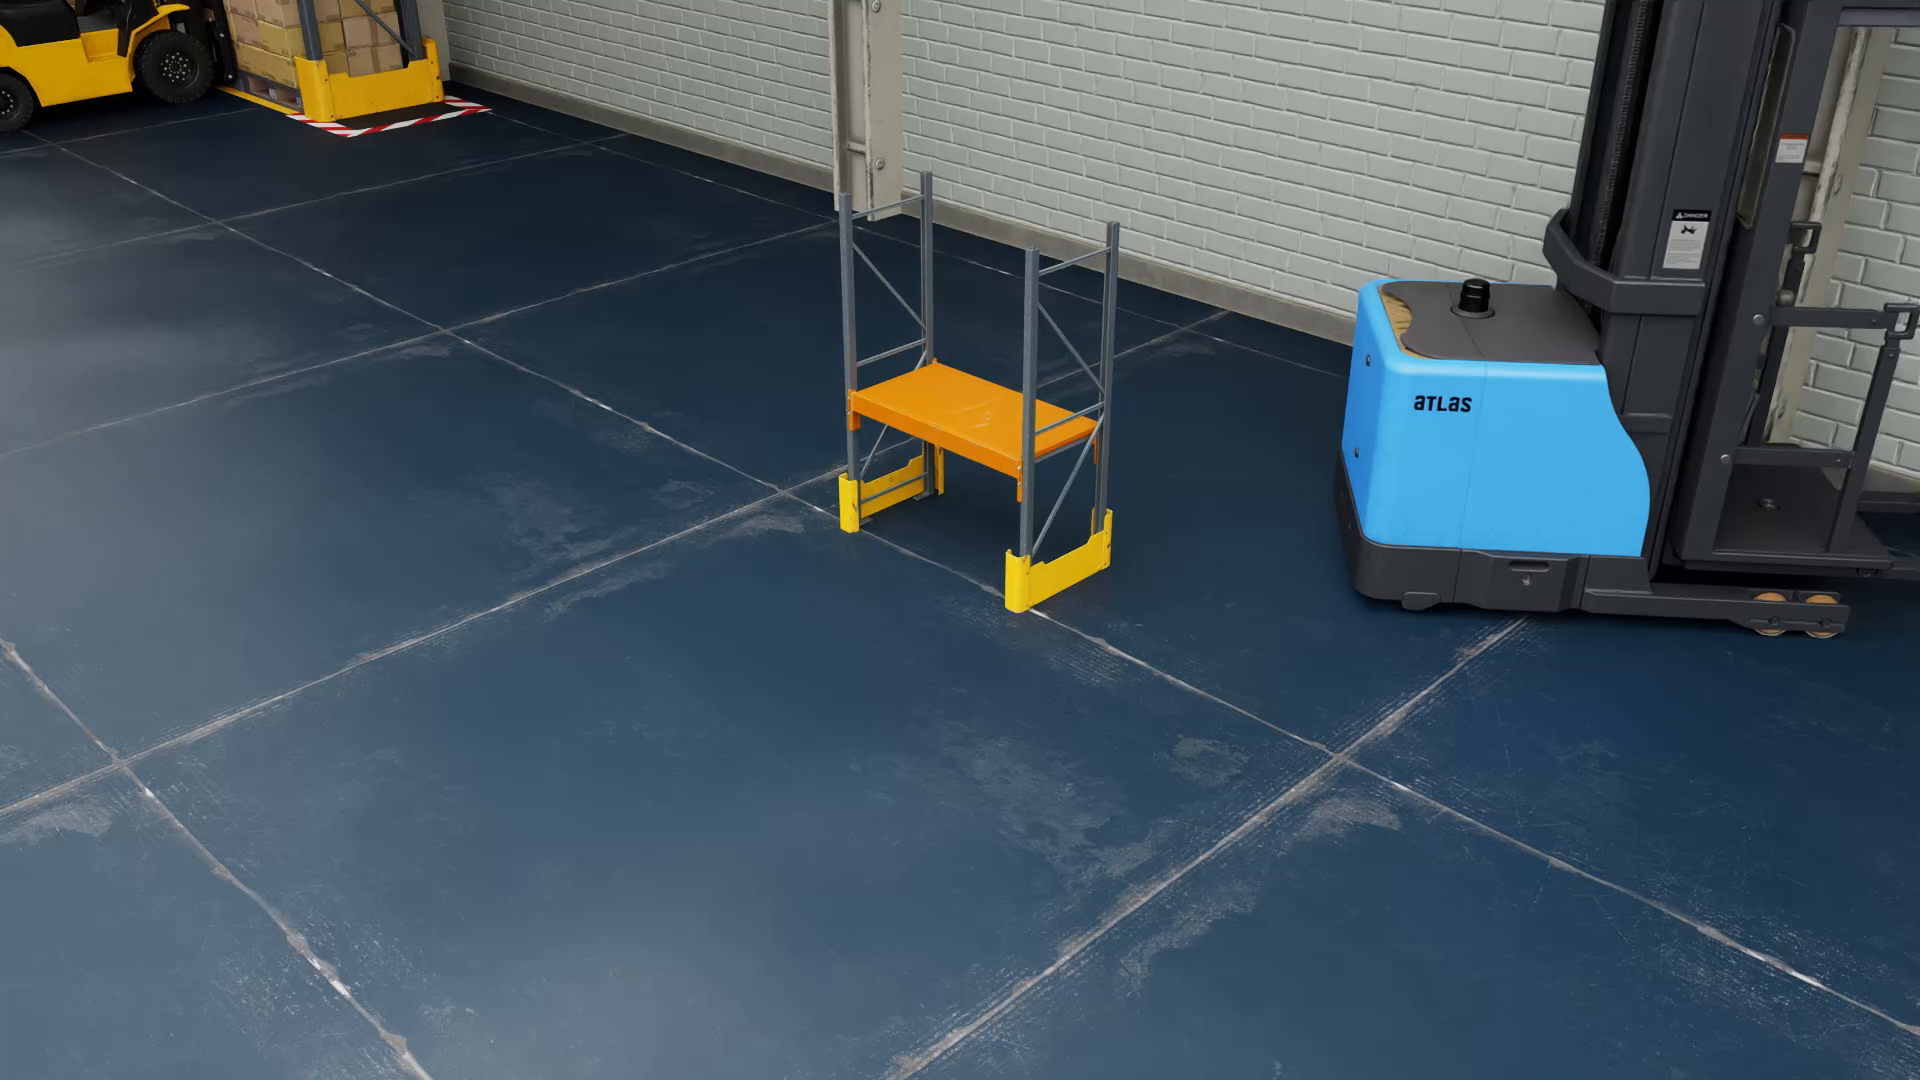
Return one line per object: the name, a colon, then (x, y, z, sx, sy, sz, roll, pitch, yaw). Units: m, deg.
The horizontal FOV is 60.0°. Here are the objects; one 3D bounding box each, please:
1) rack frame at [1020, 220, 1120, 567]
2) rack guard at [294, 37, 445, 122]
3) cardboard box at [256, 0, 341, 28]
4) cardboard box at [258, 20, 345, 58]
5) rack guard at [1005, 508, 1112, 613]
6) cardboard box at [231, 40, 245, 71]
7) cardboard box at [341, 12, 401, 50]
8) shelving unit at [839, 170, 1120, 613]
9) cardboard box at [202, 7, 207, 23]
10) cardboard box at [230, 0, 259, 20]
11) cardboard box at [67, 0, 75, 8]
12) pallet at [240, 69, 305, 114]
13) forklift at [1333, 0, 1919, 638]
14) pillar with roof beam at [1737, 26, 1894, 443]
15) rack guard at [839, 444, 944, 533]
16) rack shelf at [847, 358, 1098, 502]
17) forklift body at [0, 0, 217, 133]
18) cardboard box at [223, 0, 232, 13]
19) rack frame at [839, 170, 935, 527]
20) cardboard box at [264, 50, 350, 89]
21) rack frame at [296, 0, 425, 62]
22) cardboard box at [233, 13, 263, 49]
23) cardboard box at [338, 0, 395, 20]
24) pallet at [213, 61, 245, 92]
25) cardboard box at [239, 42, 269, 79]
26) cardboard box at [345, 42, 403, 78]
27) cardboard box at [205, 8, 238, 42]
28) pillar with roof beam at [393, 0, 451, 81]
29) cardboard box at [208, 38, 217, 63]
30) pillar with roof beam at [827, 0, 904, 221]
rack frame: (0.423, -0.470, 6.533, 0.032, 1.500, 0.500, 25, 36, 38)
rack guard: (-5.031, -3.946, 14.217, 0.348, 0.500, 1.175, 25, 36, 38)
cardboard box: (-5.595, -4.518, 14.049, 0.500, 0.250, 0.500, -24, 36, -38)
cardboard box: (-5.614, -4.305, 14.181, 0.500, 0.250, 0.500, 24, 36, 38)
rack guard: (0.409, 0.077, 6.835, 0.087, 0.250, 0.587, 25, 36, 38)
cardboard box: (-6.303, -4.409, 14.916, 0.500, 0.250, 0.500, -25, 37, -39)
cardboard box: (-5.238, -4.473, 14.499, 0.500, 0.250, 0.500, -25, 36, -38)
shelving unit: (0.054, -0.639, 6.854, 1.083, 1.500, 0.587, 25, 36, 38)
cardboard box: (-6.702, -4.799, 15.119, 0.500, 0.250, 0.500, 24, 36, 38)
cardboard box: (-5.963, -4.683, 14.362, 0.500, 0.250, 0.500, -25, 36, -38)
cardboard box: (-8.828, -5.923, 17.391, 0.625, 0.625, 0.875, 24, 36, 38)
pallet: (-5.623, -4.062, 14.748, 1.213, 0.211, 1.003, 25, 36, 38)
forklift: (3.144, -1.173, 6.331, 3.031, 2.935, 1.130, 3, 28, 5)
pillar with roof beam: (0.626, -2.898, 3.092, 0.400, 9.000, 9.100, 25, 36, 38)
rack guard: (-0.301, -0.248, 7.454, 0.087, 0.250, 0.587, 25, 36, 38)
rack shelf: (0.061, -0.477, 6.932, 1.000, 0.185, 0.538, 25, 36, 38)
forklift body: (-7.679, -4.698, 13.873, 1.214, 2.155, 2.313, 25, 36, 38)
cardboard box: (-6.330, -4.844, 14.669, 0.500, 0.250, 0.500, -25, 37, -39)
rack frame: (-0.302, -0.802, 7.163, 0.032, 1.500, 0.500, 25, 36, 38)
cardboard box: (-5.605, -4.078, 14.285, 0.500, 0.250, 0.500, 25, 37, 39)
rack frame: (-5.048, -5.060, 13.651, 0.127, 3.000, 1.000, 25, 36, 38)
cardboard box: (-5.965, -4.473, 14.499, 0.500, 0.250, 0.500, 24, 36, 38)
cardboard box: (-5.258, -4.691, 14.378, 0.500, 0.250, 0.500, 24, 36, 38)
pallet: (-6.489, -4.460, 15.505, 1.213, 0.211, 1.003, 25, 36, 38)
cardboard box: (-5.953, -4.243, 14.599, 0.500, 0.250, 0.500, 25, 36, 38)
cardboard box: (-5.261, -4.254, 14.621, 0.500, 0.250, 0.500, 25, 37, 39)
cardboard box: (-6.347, -4.634, 14.806, 0.500, 0.250, 0.500, 24, 36, 37)
pillar with roof beam: (-7.931, -6.813, 10.538, 0.400, 9.000, 9.100, 25, 36, 38)
cardboard box: (-6.689, -4.571, 15.224, 0.500, 0.250, 0.500, -24, 36, -38)
pillar with roof beam: (-3.653, -4.855, 6.815, 0.400, 9.000, 9.100, 25, 36, 38)
